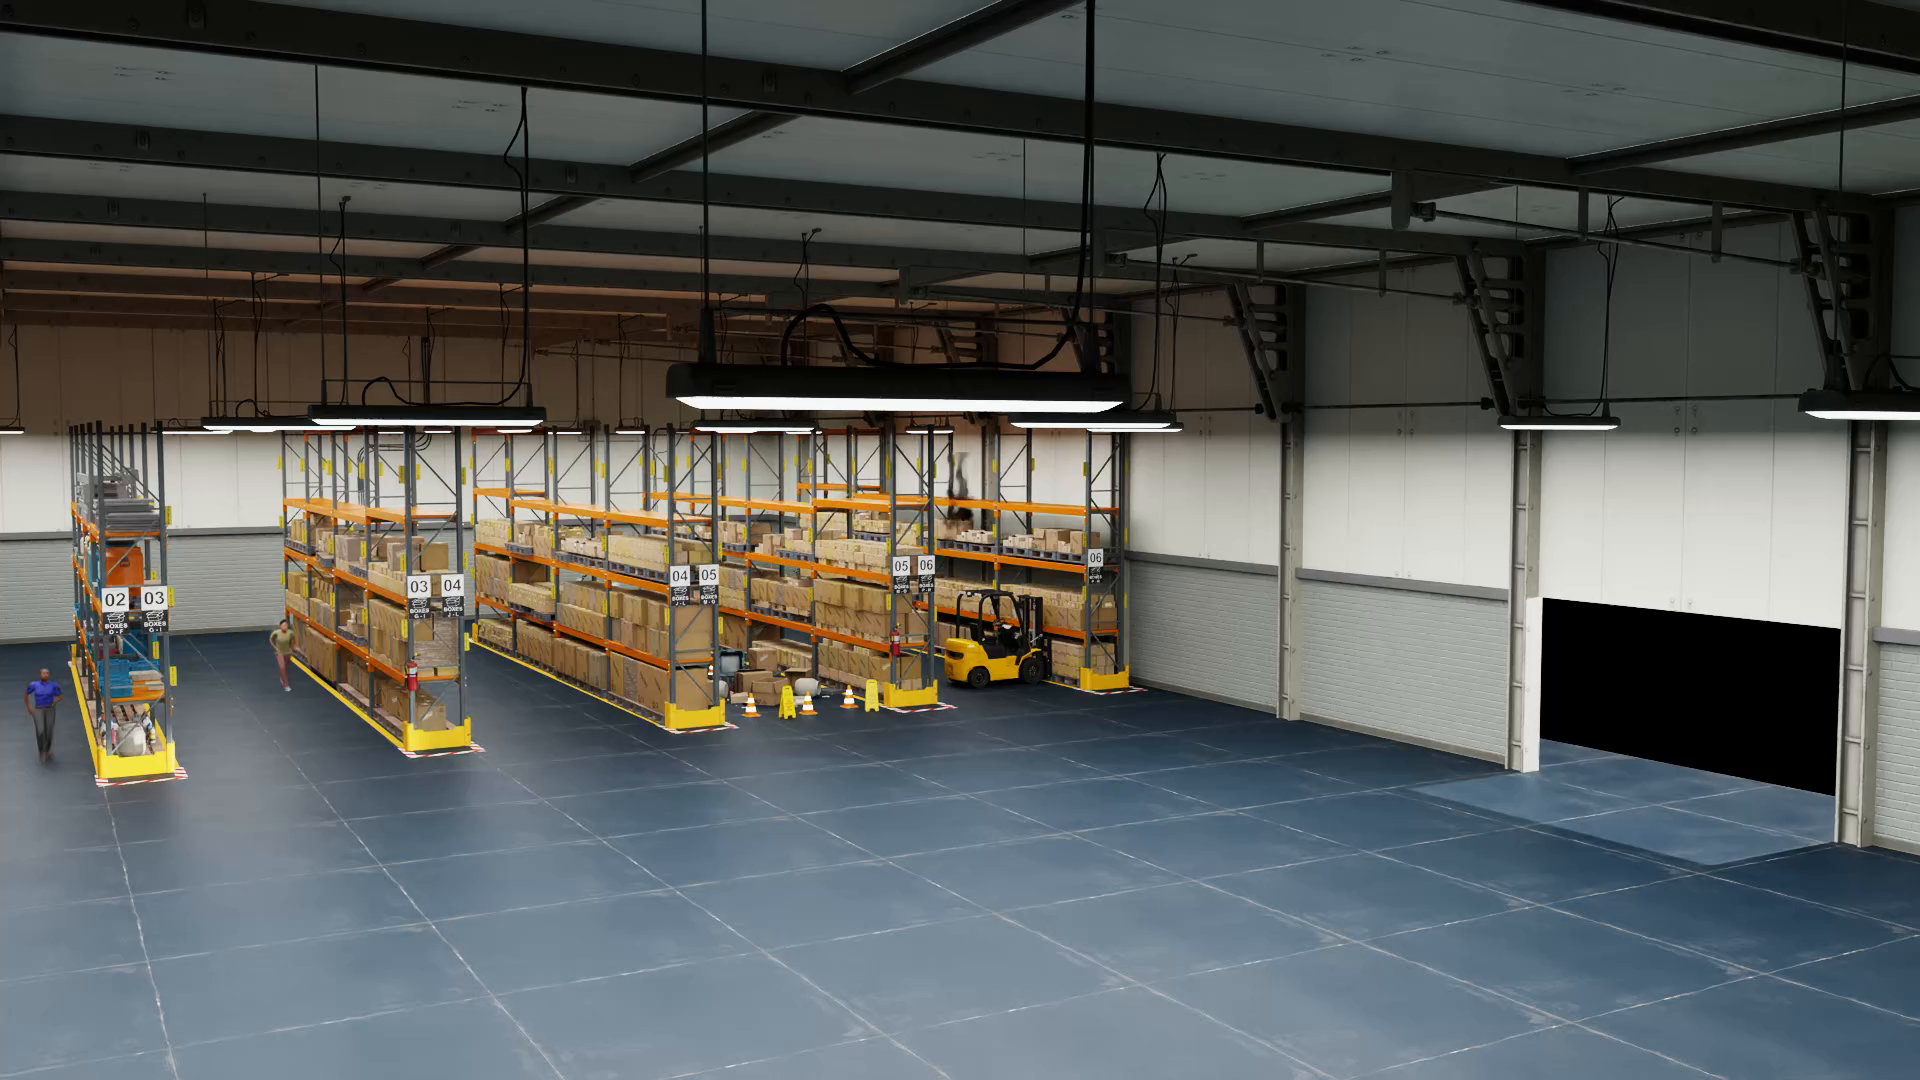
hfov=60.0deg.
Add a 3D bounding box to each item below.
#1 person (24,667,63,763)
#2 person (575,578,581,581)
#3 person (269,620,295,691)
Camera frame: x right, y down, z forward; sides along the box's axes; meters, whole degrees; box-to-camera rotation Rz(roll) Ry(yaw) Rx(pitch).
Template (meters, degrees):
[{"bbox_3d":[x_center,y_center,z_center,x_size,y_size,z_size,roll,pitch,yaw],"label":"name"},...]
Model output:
[{"bbox_3d":[-16.227,3.094,29.488,0.585,1.685,0.704,-3,4,-38],"label":"person"},{"bbox_3d":[-10.619,1.960,46.604,0.982,1.777,0.654,3,5,43],"label":"person"},{"bbox_3d":[-15.406,2.595,37.797,0.566,1.620,0.888,-2,4,-29],"label":"person"}]
